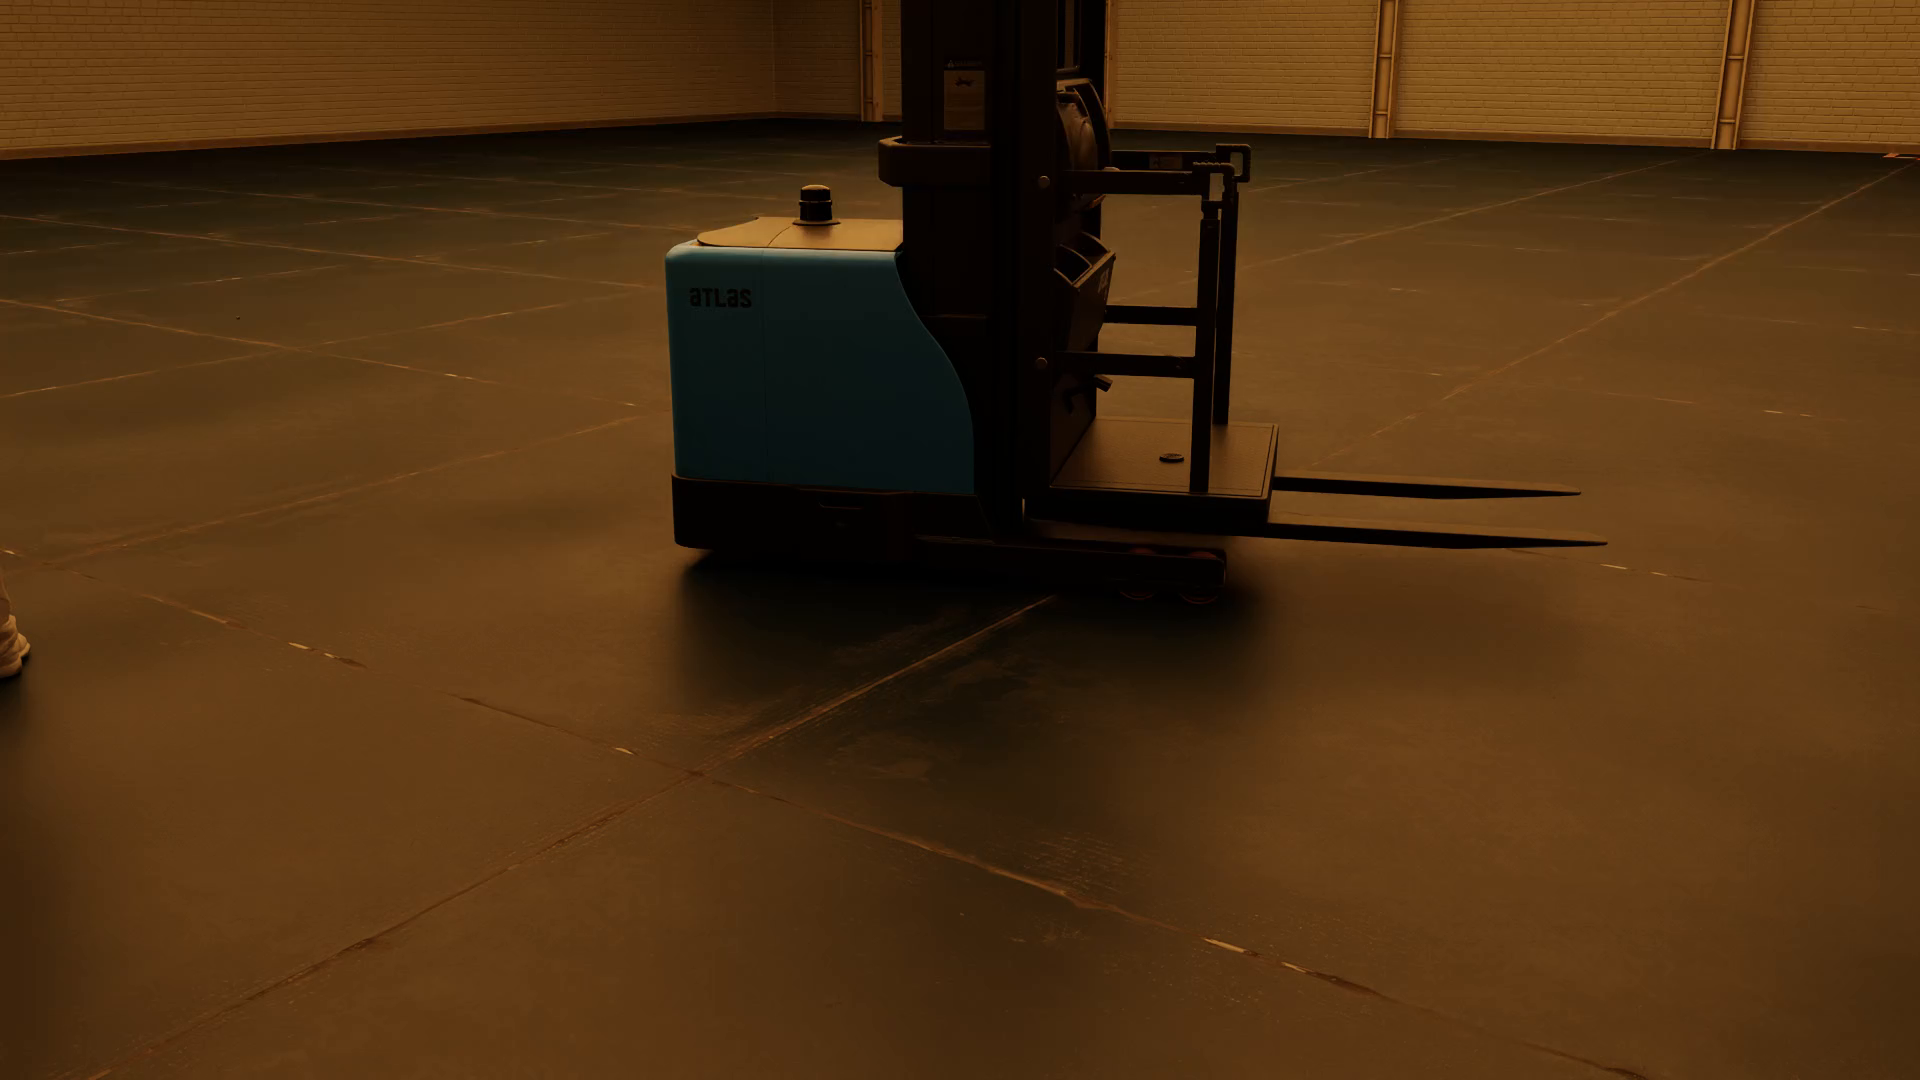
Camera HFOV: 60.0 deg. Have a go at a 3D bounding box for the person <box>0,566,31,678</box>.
[{"bbox_3d":[-2.830,-0.426,4.253,0.633,1.776,0.566,-13,21,-37],"label":"person"}]

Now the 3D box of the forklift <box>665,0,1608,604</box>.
[{"bbox_3d":[0.595,-1.367,5.404,3.031,2.935,1.130,4,17,12],"label":"forklift"}]
